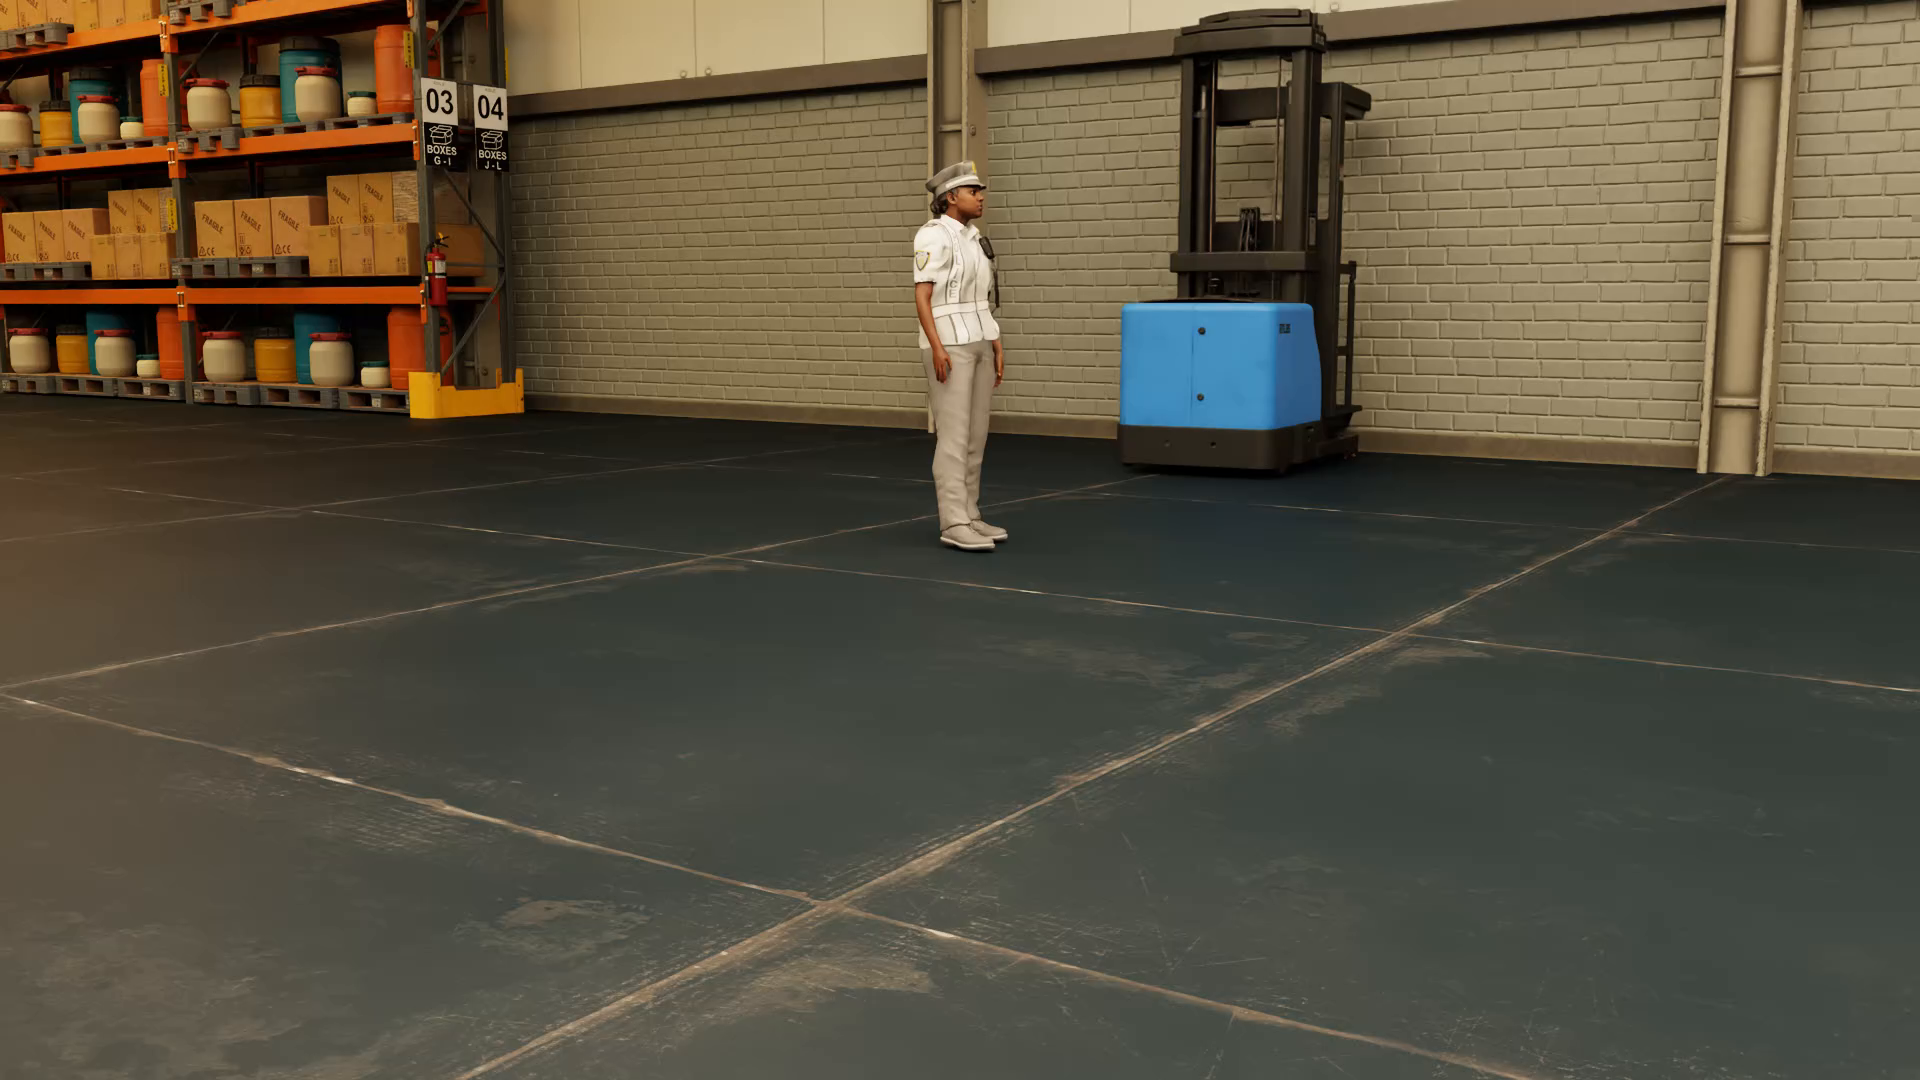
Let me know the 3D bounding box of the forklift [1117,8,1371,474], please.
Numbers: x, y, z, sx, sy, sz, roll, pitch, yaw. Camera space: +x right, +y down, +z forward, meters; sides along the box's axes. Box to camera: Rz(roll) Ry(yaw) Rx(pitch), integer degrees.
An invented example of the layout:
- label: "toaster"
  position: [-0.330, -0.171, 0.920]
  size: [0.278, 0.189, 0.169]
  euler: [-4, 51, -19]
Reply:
- label: "forklift"
  position: [2.144, -2.025, 11.435]
  size: [1.130, 2.935, 3.031]
  euler: [4, 9, 28]

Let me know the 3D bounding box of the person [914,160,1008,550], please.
- label: "person"
  position: [0.051, -0.838, 7.425]
  size: [0.528, 1.695, 0.569]
  euler: [5, 10, 34]
